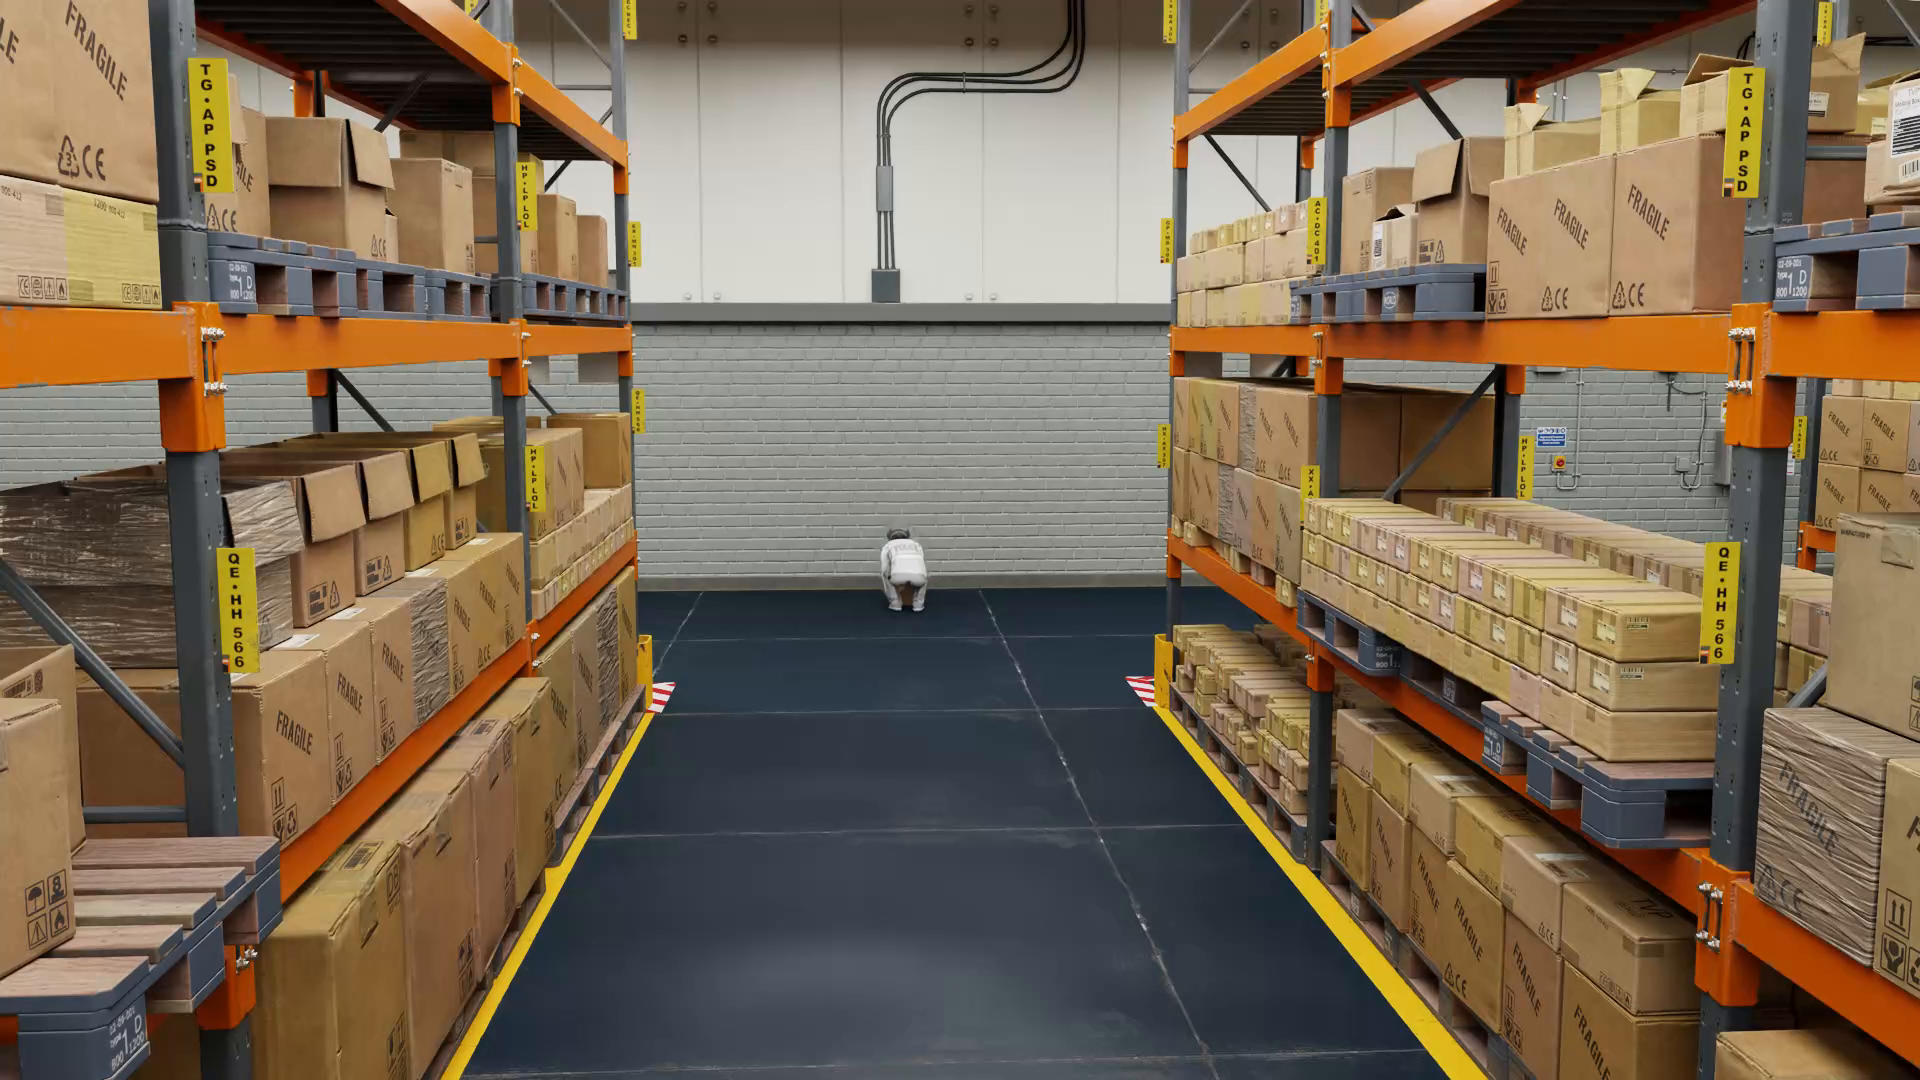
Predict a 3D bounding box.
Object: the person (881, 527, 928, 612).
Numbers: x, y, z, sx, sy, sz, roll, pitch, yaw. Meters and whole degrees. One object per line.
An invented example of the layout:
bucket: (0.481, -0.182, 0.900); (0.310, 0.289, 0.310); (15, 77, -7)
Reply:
person: (-0.560, 0.322, 16.886); (0.473, 0.849, 0.874); (0, 7, -4)
